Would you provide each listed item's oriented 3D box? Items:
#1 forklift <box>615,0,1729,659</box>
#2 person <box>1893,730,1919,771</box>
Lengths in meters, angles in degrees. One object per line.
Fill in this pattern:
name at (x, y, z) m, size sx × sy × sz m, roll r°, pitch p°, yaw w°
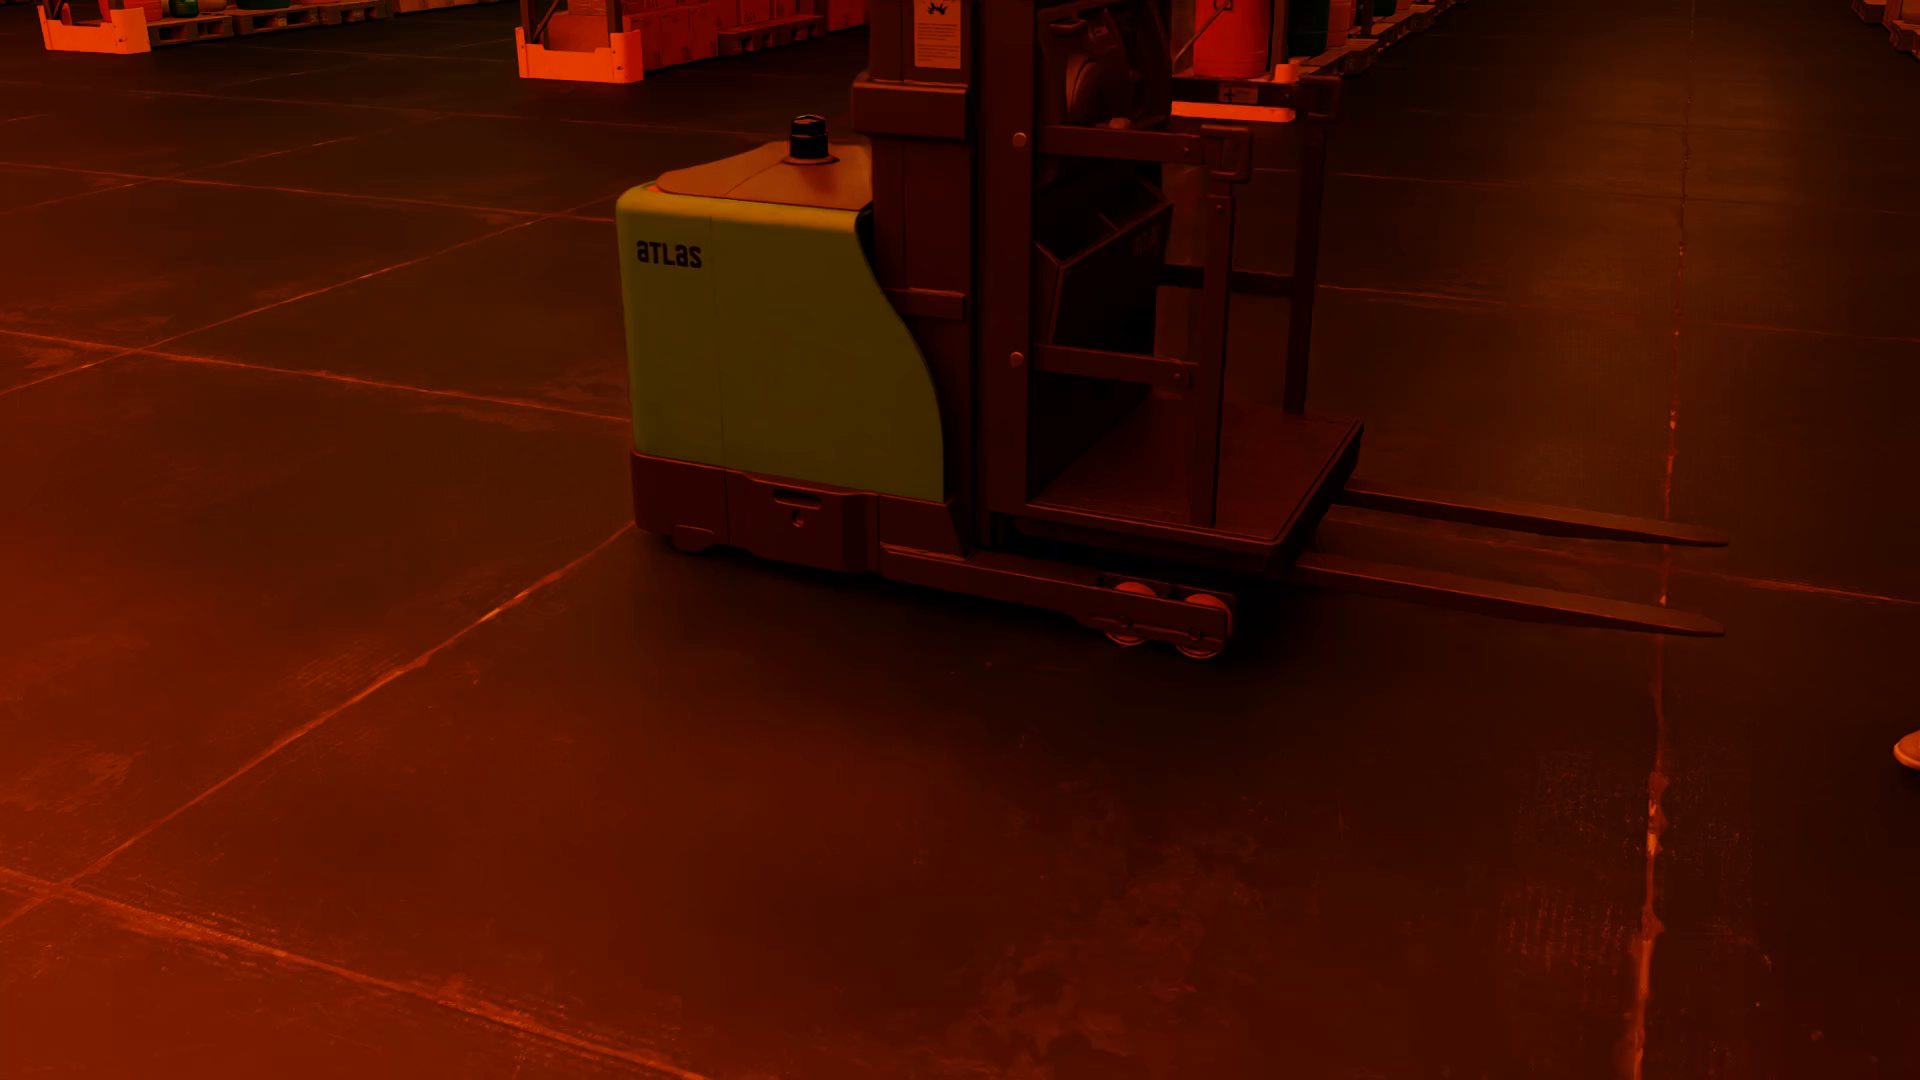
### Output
forklift at (0.577, -1.274, 4.341) m, size 3.031 × 2.935 × 1.130 m, roll 10°, pitch 25°, yaw 22°
person at (2.395, 0.043, 3.116) m, size 0.712 × 1.426 × 1.081 m, roll 0°, pitch 23°, yaw 1°
